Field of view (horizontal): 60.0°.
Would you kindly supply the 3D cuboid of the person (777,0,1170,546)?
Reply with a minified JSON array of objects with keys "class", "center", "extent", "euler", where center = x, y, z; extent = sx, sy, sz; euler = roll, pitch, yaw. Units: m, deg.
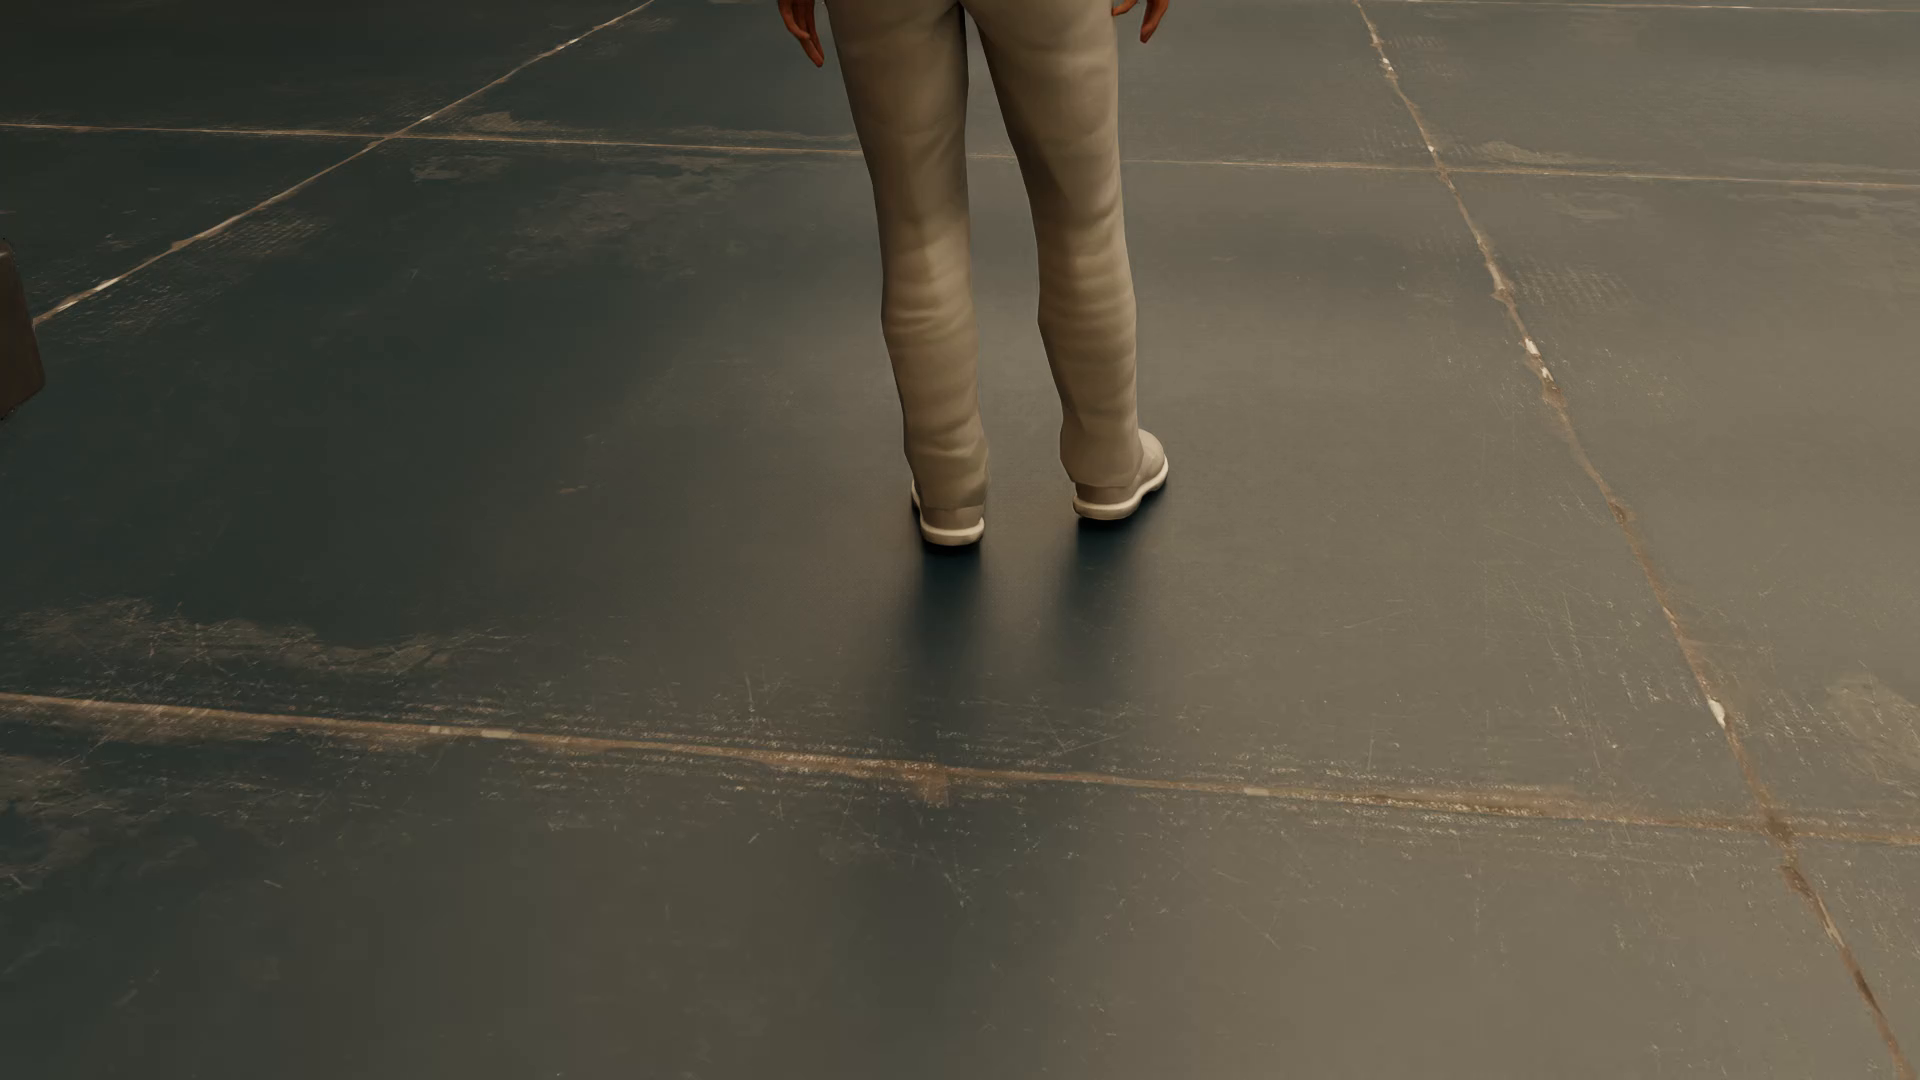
[{"class":"person","center":[0.034,-0.796,2.182],"extent":[0.560,1.695,0.530],"euler":[3,27,7]}]

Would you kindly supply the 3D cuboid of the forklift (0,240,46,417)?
[{"class":"forklift","center":[-3.107,-1.338,1.899],"extent":[3.031,2.935,1.130],"euler":[1,27,2]}]
